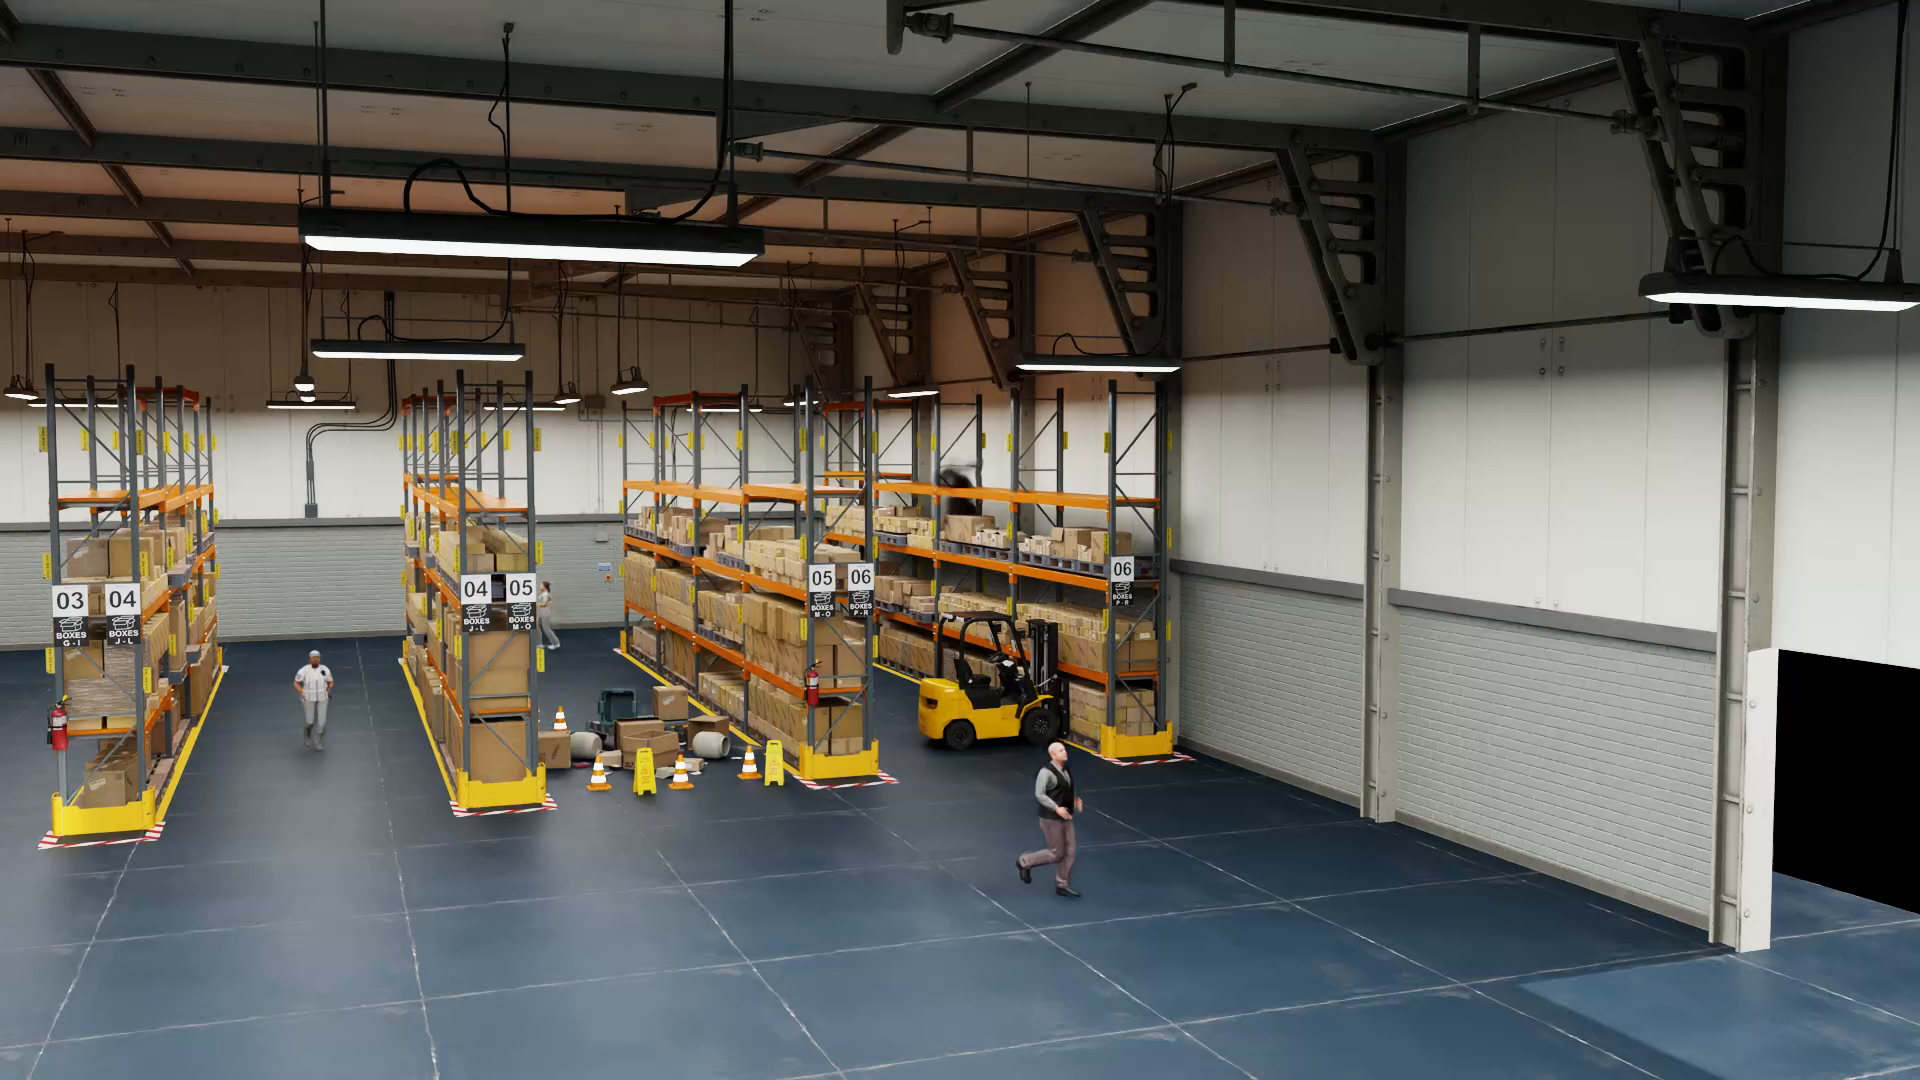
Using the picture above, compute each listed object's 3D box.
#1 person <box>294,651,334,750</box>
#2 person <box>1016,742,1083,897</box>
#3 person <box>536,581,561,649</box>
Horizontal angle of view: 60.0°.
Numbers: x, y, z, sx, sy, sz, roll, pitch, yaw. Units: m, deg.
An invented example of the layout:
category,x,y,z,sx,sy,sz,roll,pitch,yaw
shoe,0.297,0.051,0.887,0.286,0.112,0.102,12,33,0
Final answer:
category,x,y,z,sx,sy,sz,roll,pitch,yaw
person,-10.467,2.609,27.018,0.599,1.621,0.557,-2,4,-30
person,1.025,3.088,18.481,0.723,1.706,0.667,2,4,31
person,-9.960,1.841,39.904,0.709,1.726,0.548,-1,4,-22
